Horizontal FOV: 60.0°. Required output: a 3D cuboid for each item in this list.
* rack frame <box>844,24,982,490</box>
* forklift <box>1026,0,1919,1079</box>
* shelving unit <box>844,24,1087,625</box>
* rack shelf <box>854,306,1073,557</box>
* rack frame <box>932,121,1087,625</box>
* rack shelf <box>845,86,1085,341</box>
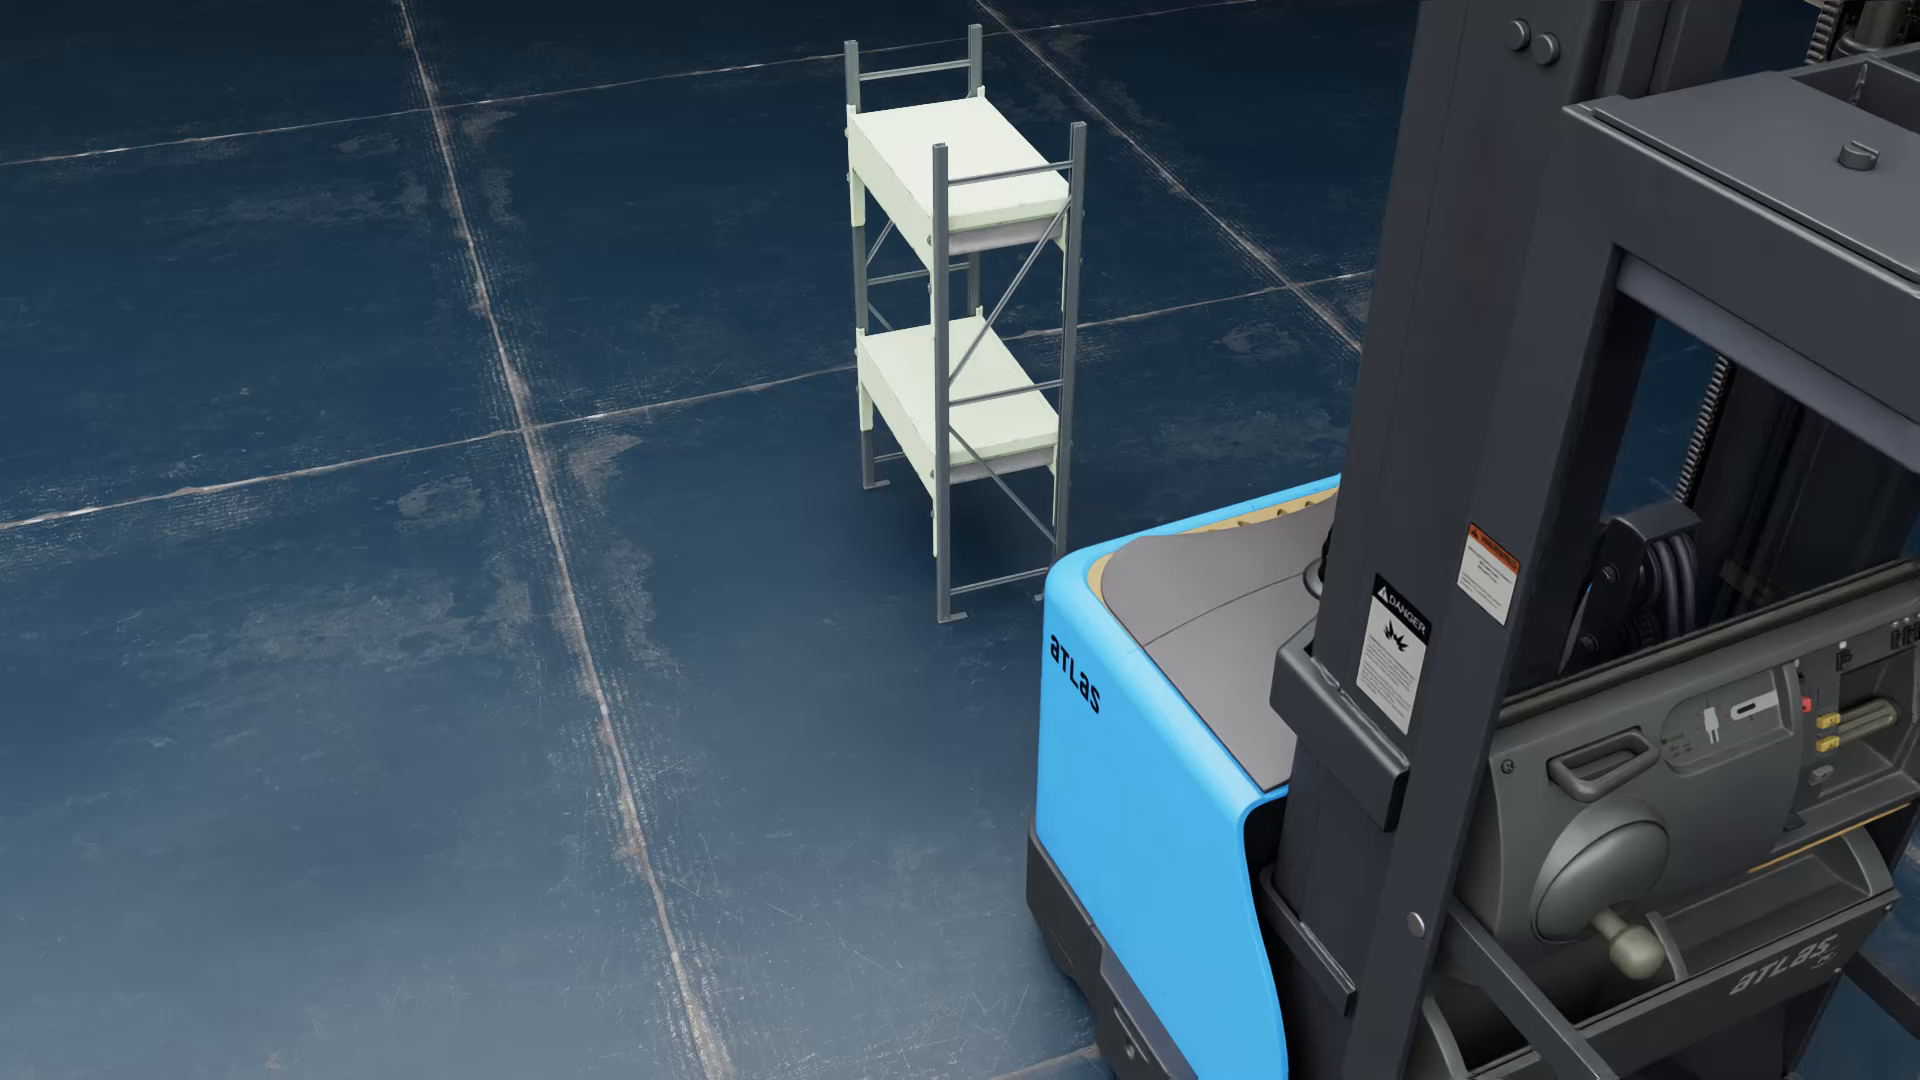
[{"bbox_3d":[-0.128,-0.810,5.078,0.400,1.500,0.023,-12,39,-16],"label":"rack frame"},{"bbox_3d":[1.236,0.406,2.275,1.130,2.935,3.031,-16,40,-20],"label":"forklift"},{"bbox_3d":[-0.002,-0.603,4.804,0.431,1.500,0.755,-12,39,-16],"label":"shelving unit"},{"bbox_3d":[-0.002,-0.342,5.000,0.431,0.370,0.720,-12,39,-16],"label":"rack shelf"},{"bbox_3d":[0.124,-0.396,4.529,0.400,1.500,0.023,-12,39,-16],"label":"rack frame"},{"bbox_3d":[-0.002,-0.915,4.569,0.431,0.370,0.720,-12,39,-16],"label":"rack shelf"}]
